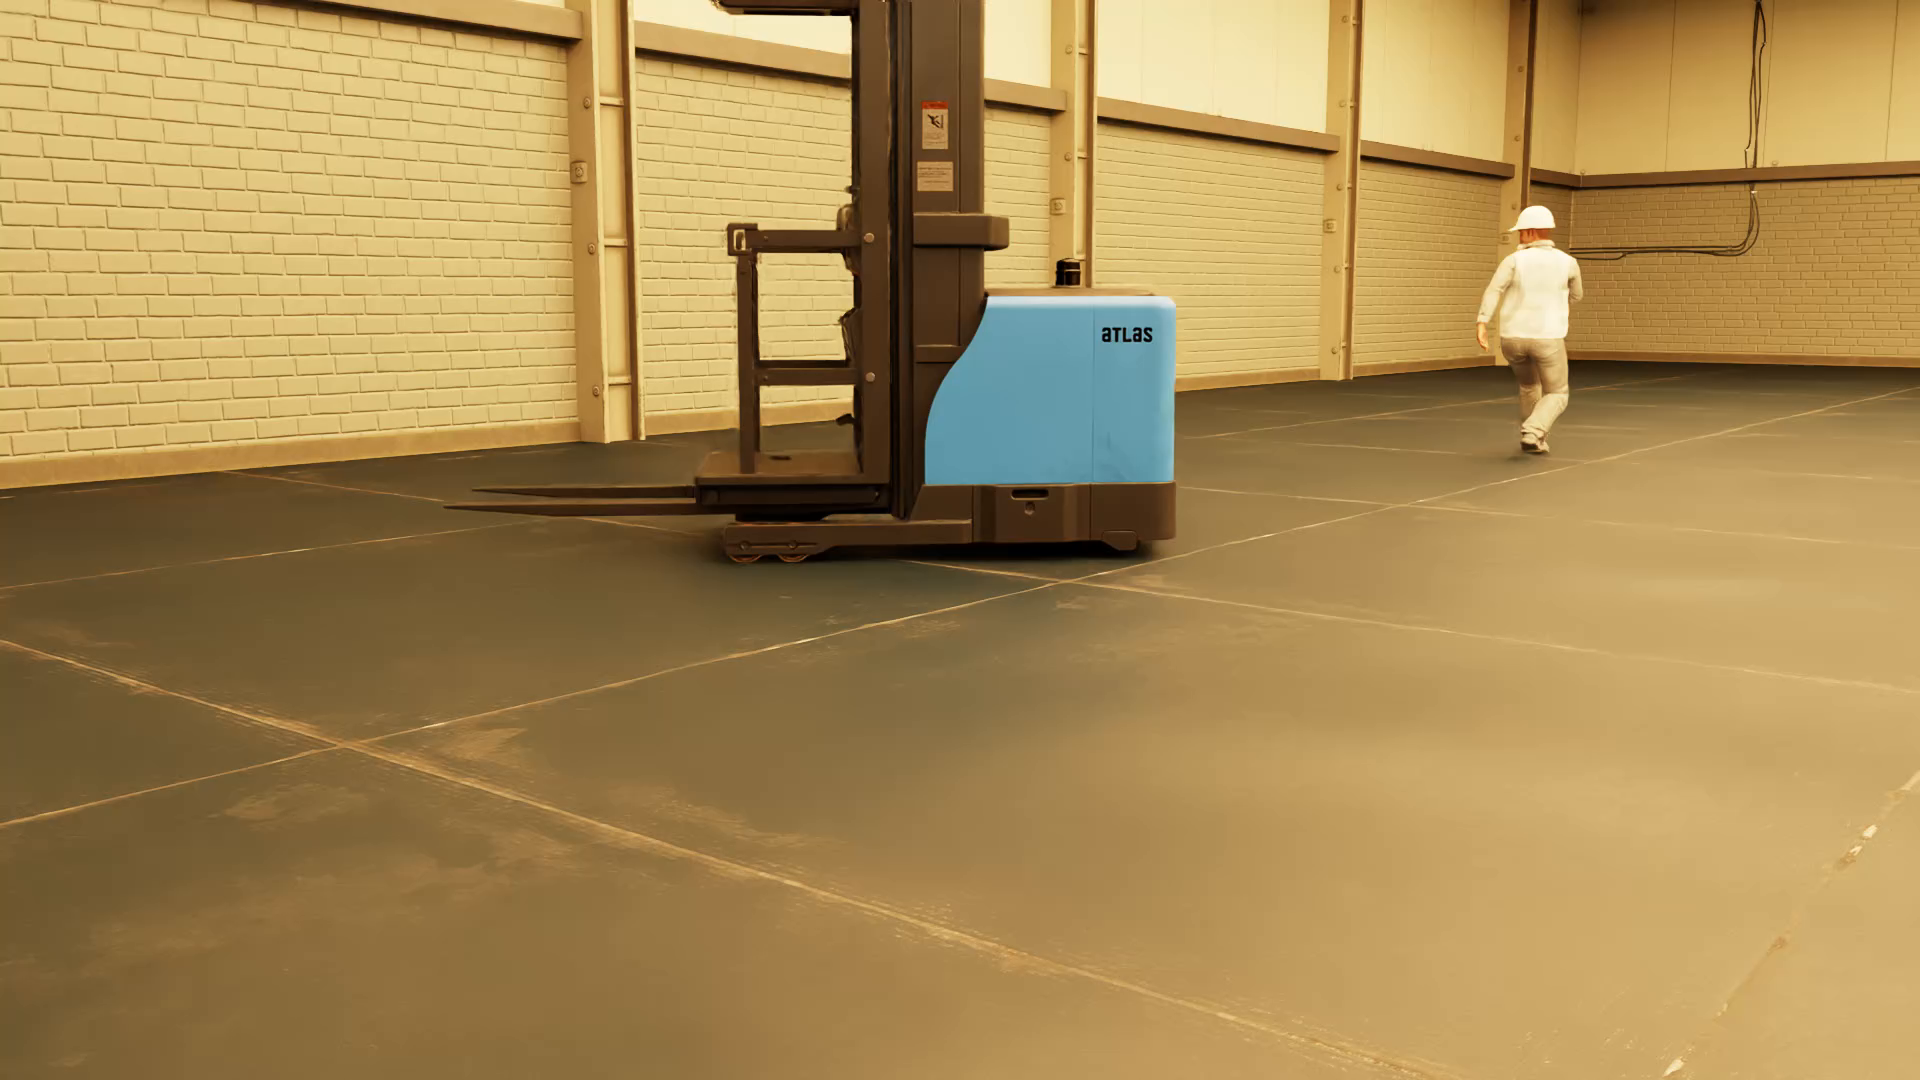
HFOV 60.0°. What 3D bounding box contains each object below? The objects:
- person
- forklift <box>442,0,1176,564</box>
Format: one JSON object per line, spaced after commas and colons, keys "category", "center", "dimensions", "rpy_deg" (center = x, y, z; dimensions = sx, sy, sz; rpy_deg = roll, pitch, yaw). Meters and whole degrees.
{"category": "person", "center": [3.883, -1.405, 11.282], "dimensions": [0.572, 1.687, 0.871], "rpy_deg": [5, 10, 33]}
{"category": "forklift", "center": [-0.643, -1.434, 7.084], "dimensions": [3.031, 2.935, 1.130], "rpy_deg": [-1, 8, -5]}
